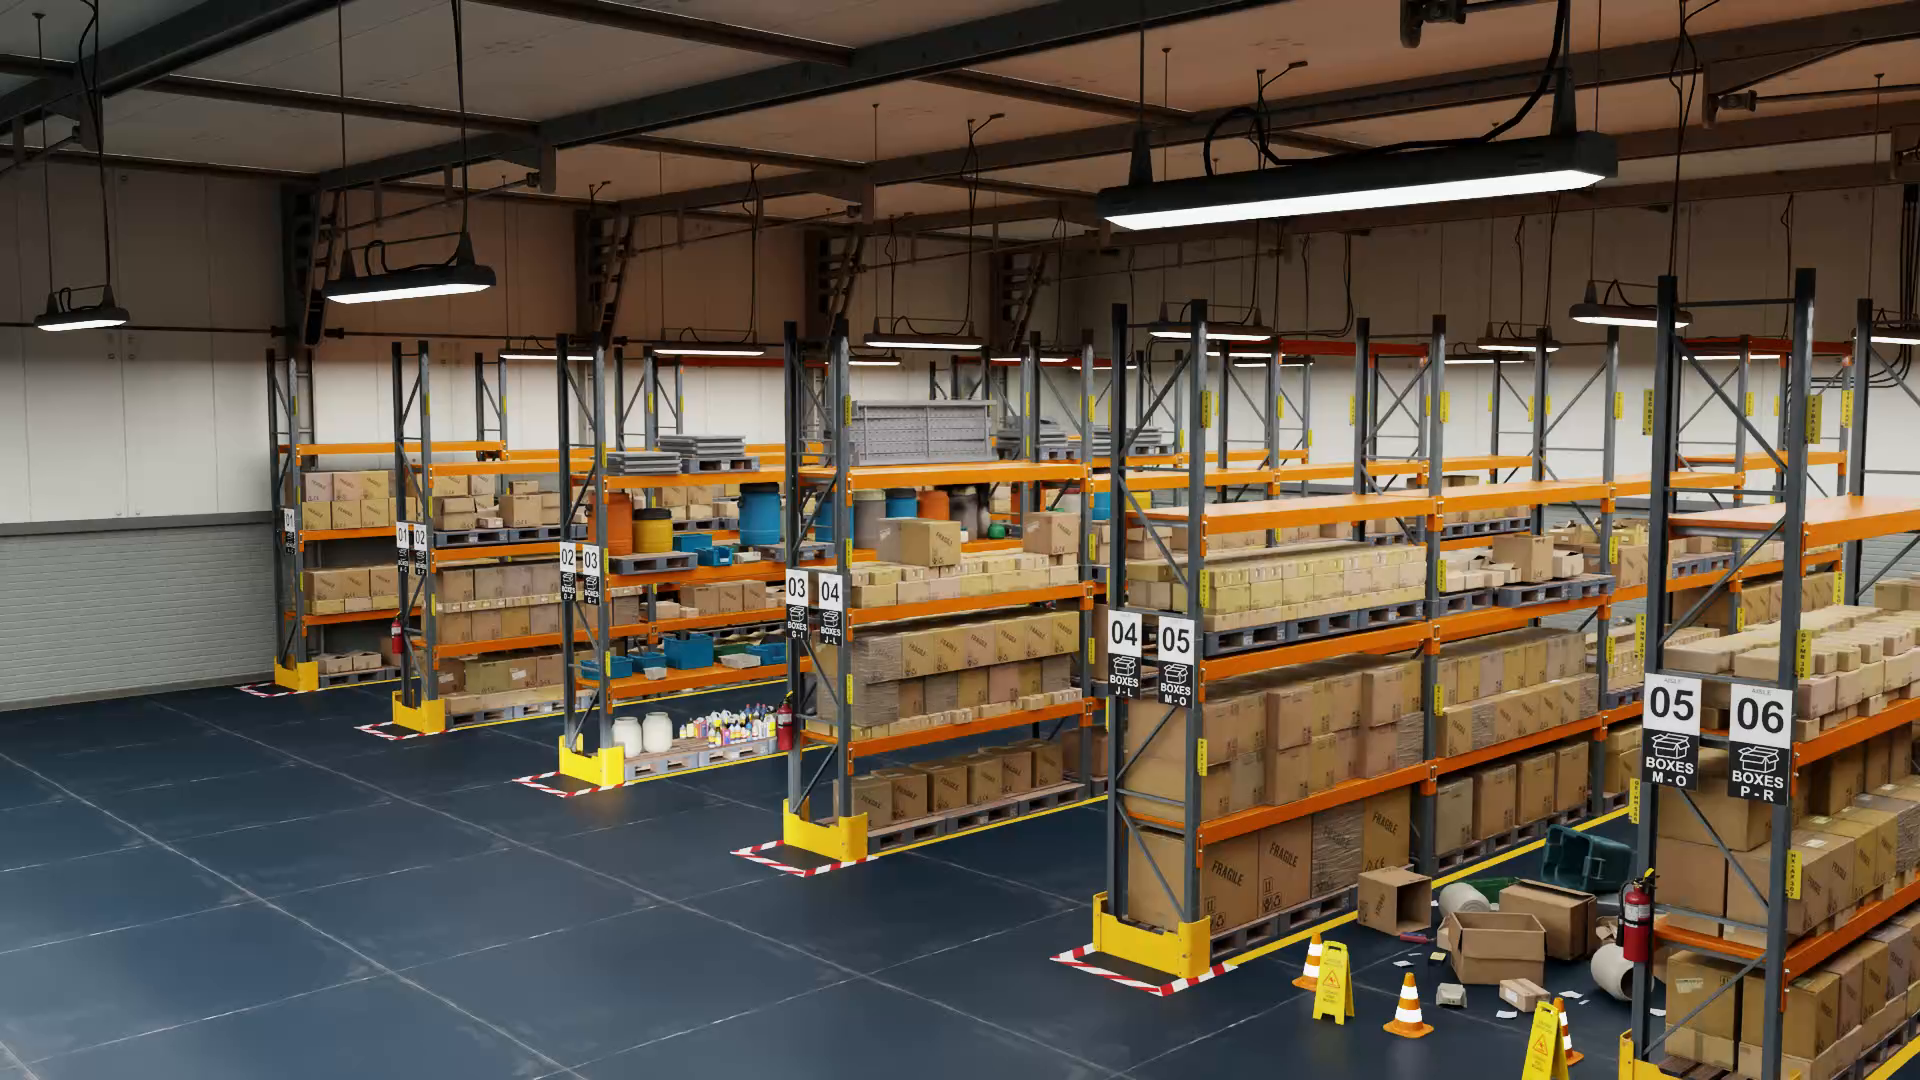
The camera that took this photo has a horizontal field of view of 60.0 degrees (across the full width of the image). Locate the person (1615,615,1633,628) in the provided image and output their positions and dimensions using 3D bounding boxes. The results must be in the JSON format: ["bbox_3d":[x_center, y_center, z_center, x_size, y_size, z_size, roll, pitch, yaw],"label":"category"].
[{"bbox_3d":[10.316,2.050,25.786,0.982,1.811,0.672,-4,6,-39],"label":"person"}]

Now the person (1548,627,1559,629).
[{"bbox_3d":[9.169,2.141,25.733,0.650,1.653,0.630,5,7,43],"label":"person"}]

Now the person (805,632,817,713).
[{"bbox_3d":[-2.486,2.033,27.083,0.671,1.616,0.605,-3,6,-34],"label":"person"}]
